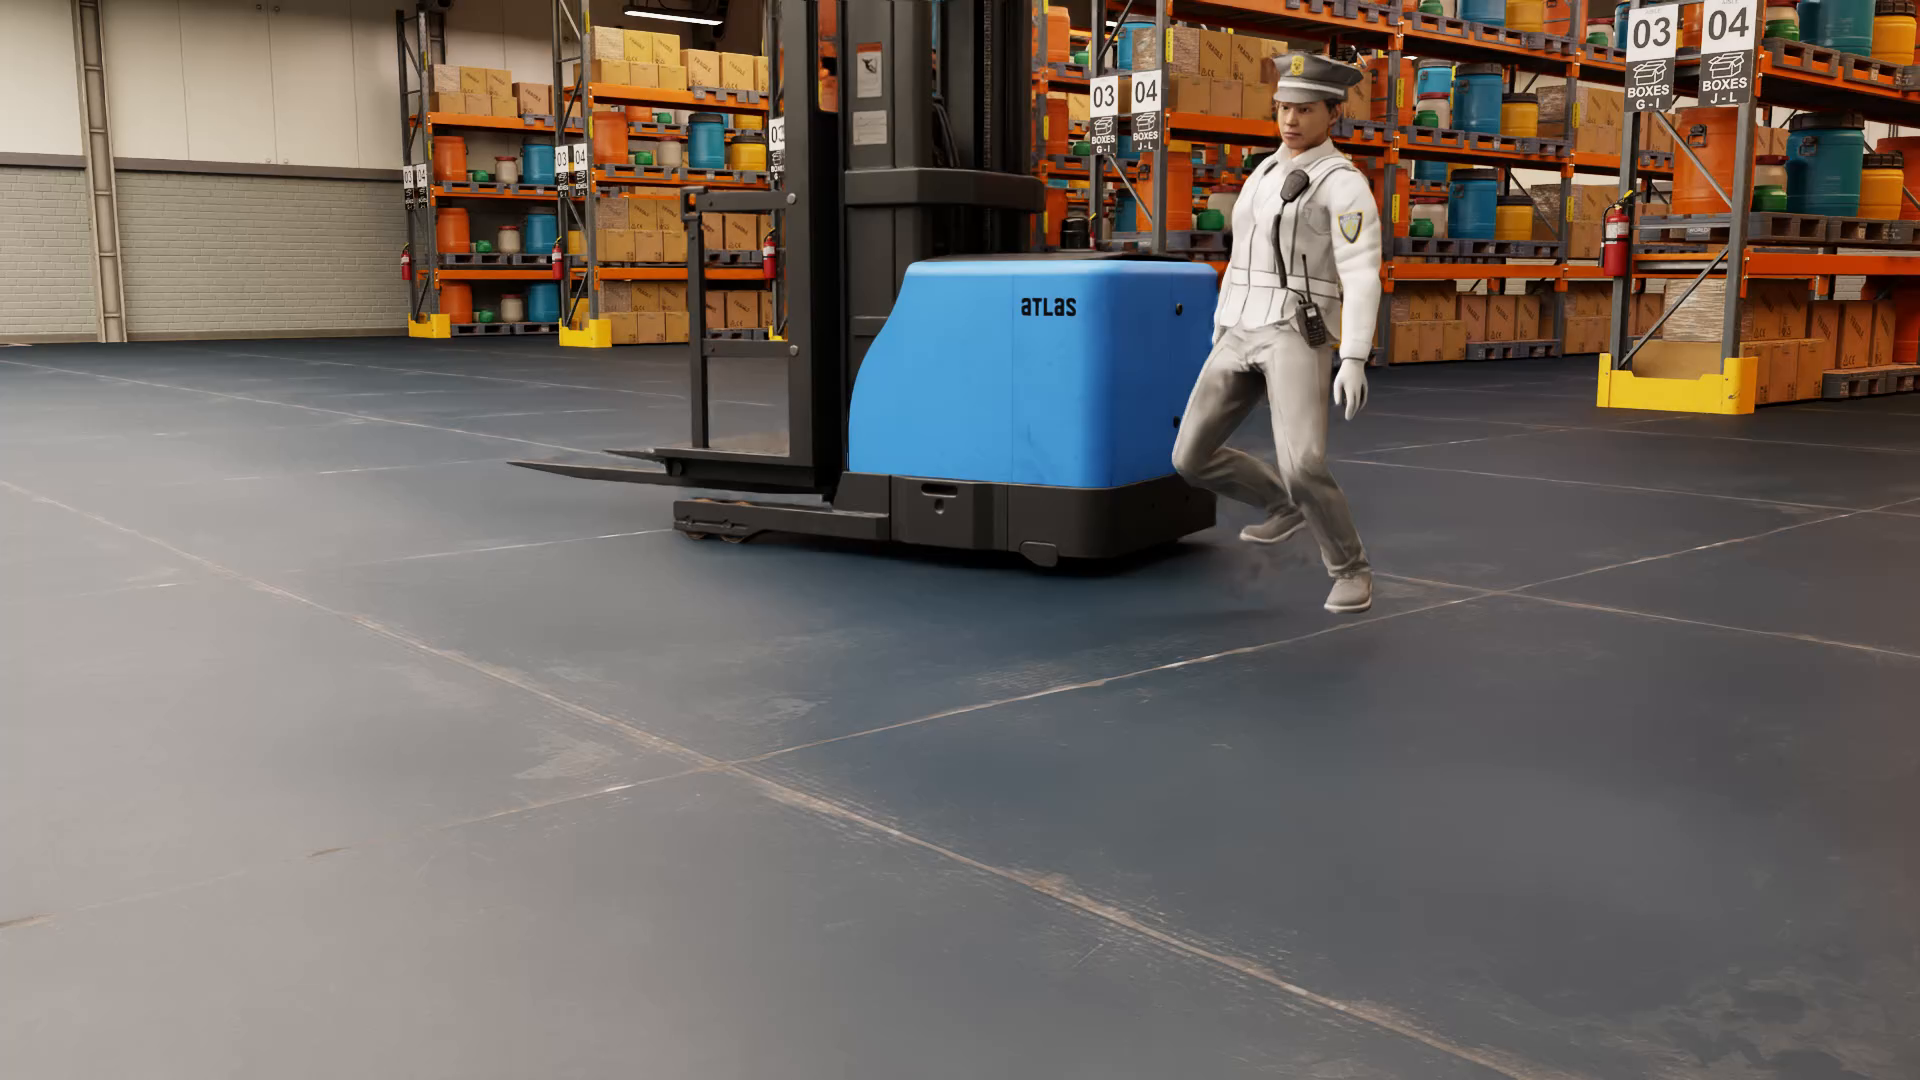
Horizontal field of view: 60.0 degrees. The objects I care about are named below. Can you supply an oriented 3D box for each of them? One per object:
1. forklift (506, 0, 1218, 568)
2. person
[{"bbox_3d":[-0.532,-1.496,6.620,3.031,2.935,1.130,5,10,31],"label":"forklift"},{"bbox_3d":[0.941,-0.601,4.813,0.513,1.521,0.796,-4,10,-25],"label":"person"}]
